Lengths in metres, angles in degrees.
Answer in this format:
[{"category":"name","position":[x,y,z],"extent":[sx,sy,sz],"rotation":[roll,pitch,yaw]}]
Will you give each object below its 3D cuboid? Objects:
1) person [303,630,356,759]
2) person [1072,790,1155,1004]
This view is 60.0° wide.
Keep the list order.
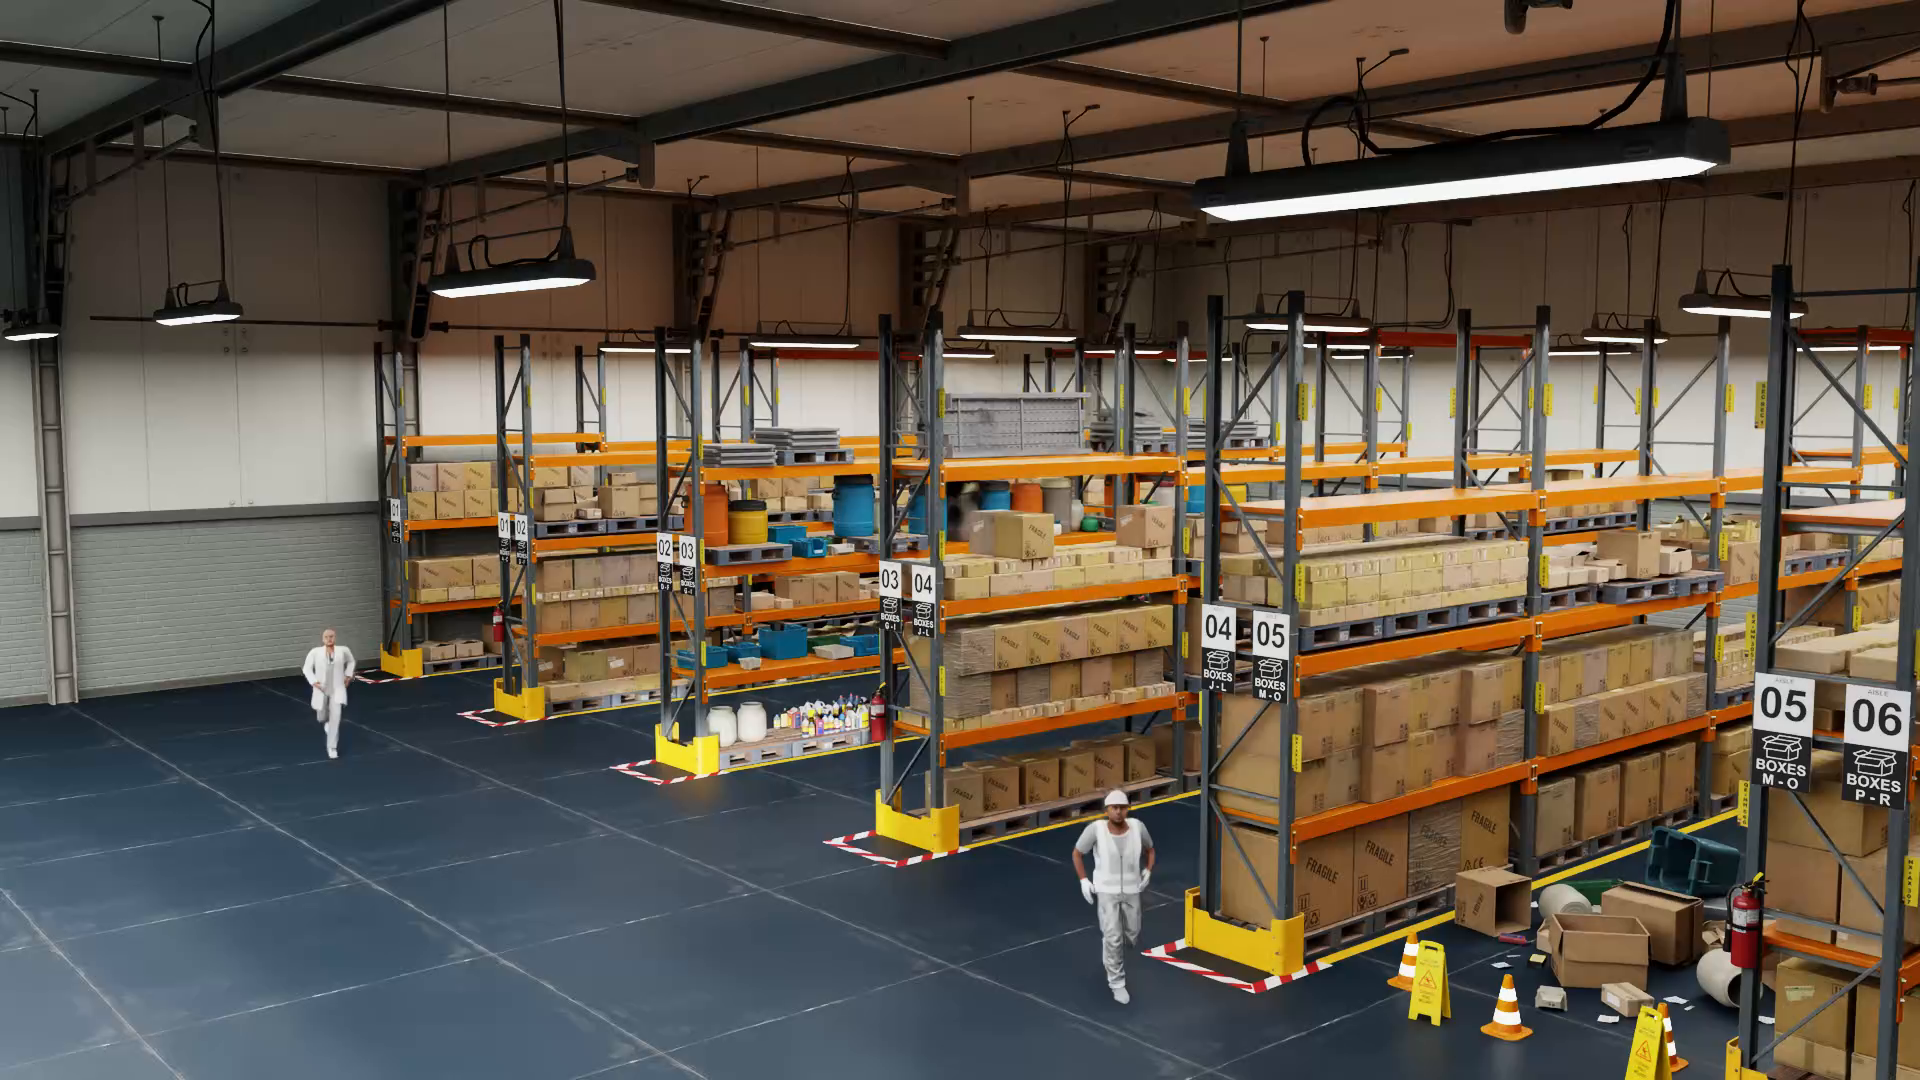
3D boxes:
[{"category":"person","position":[-8.994,2.157,23.726],"extent":[0.689,1.772,1.120],"rotation":[-1,5,-15]},{"category":"person","position":[1.335,3.010,14.269],"extent":[0.719,1.768,0.693],"rotation":[-1,5,-12]}]
